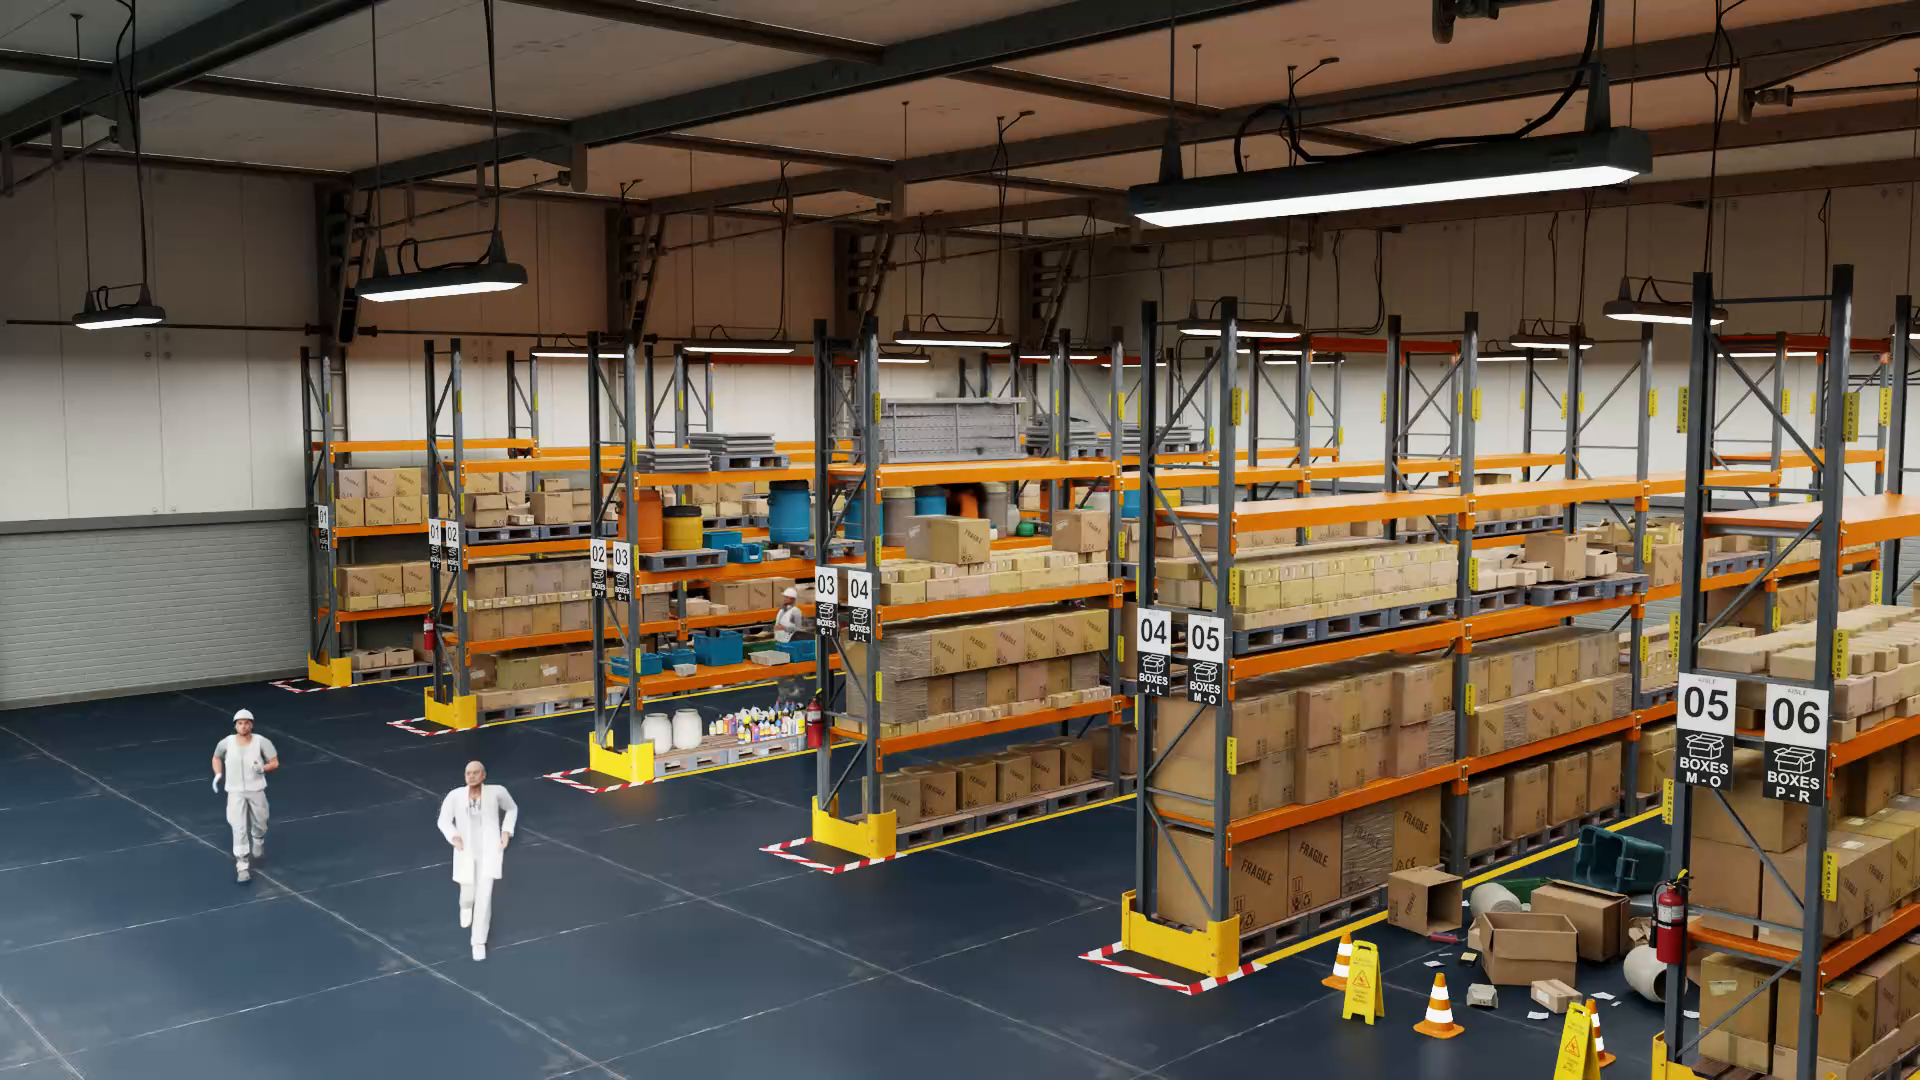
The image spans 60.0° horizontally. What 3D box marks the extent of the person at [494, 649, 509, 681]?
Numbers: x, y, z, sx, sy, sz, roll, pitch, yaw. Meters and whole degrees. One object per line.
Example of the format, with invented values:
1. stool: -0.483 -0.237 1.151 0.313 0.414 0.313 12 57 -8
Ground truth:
1. person: -7.736 1.831 28.285 0.608 1.686 0.971 5 7 44

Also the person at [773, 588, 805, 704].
1. person: -2.770 1.701 26.424 0.638 1.869 0.679 4 7 41

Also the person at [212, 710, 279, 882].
1. person: -7.653 2.695 17.831 0.665 1.768 0.985 -2 5 -21

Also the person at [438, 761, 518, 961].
1. person: -4.501 2.961 15.560 0.718 1.721 0.934 -1 5 -12
